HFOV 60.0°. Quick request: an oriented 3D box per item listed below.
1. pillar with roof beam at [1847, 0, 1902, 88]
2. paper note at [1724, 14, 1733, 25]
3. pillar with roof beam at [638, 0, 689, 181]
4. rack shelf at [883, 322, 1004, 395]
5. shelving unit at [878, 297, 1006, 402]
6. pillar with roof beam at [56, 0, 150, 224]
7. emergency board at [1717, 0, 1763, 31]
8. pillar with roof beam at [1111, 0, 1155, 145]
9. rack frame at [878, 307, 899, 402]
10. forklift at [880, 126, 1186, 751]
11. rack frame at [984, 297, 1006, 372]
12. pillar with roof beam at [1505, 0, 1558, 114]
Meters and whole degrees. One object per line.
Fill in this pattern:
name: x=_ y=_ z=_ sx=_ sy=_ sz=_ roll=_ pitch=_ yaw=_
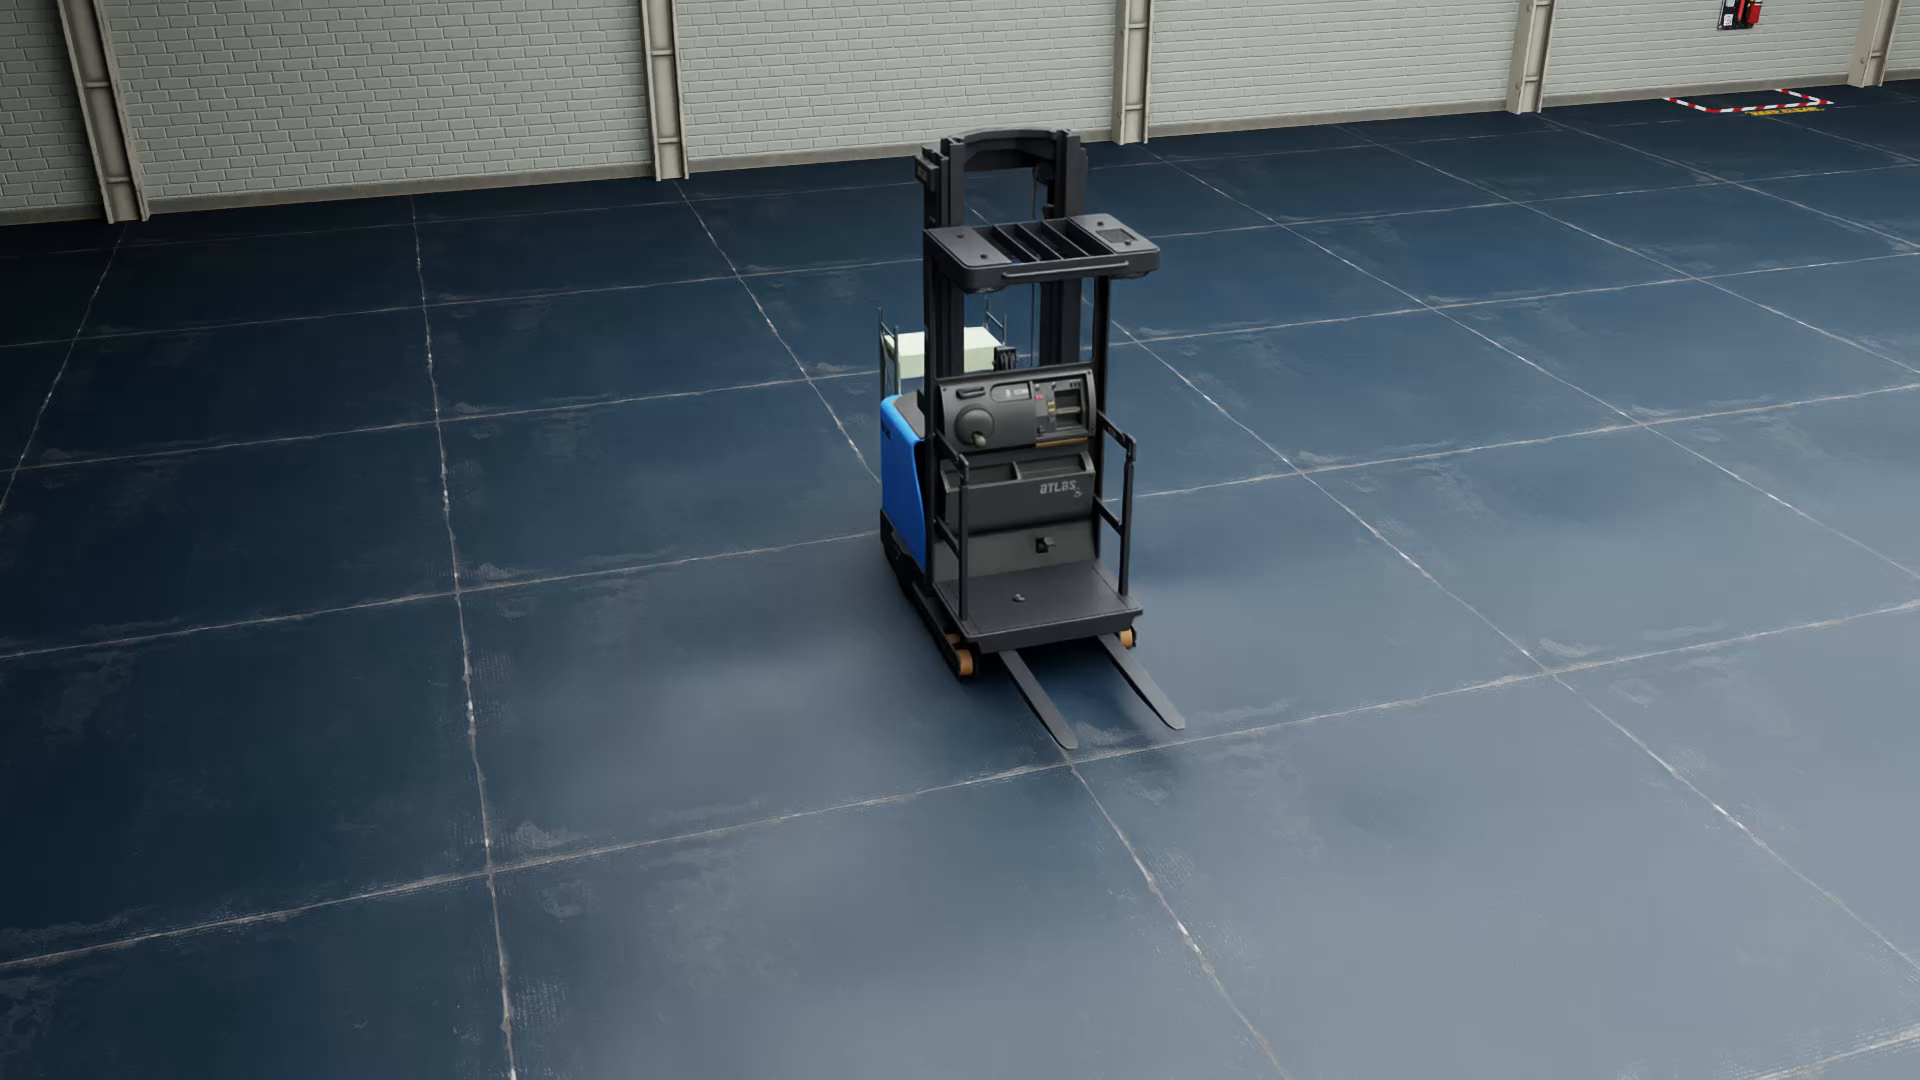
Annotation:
pillar with roof beam: x=14.955 y=-9.074 z=19.402 sx=0.400 sy=9.000 sz=9.100 roll=-8 pitch=28 yaw=-16
paper note: x=11.071 y=-7.493 z=23.955 sx=0.142 sy=0.148 sz=0.016 roll=-8 pitch=28 yaw=-16
pillar with roof beam: x=-2.160 y=-6.595 z=14.409 sx=0.400 sy=9.000 sz=9.100 roll=-8 pitch=28 yaw=-16
rack shelf: x=-0.118 y=-1.174 z=11.046 sx=0.720 sy=0.370 sz=0.431 roll=-8 pitch=28 yaw=-16
shelving unit: x=-0.118 y=-0.825 z=11.219 sx=0.755 sy=1.500 sz=0.431 roll=-8 pitch=28 yaw=-16
pillar with roof beam: x=-7.865 y=-5.769 z=12.745 sx=0.400 sy=9.000 sz=9.100 roll=-8 pitch=28 yaw=-16
emergency board: x=11.260 y=-7.883 z=23.749 sx=0.643 sy=1.169 sz=0.194 roll=-8 pitch=28 yaw=-16
pillar with roof beam: x=3.545 y=-7.421 z=16.073 sx=0.400 sy=9.000 sz=9.100 roll=-8 pitch=28 yaw=-16
rack frame: x=-0.466 y=-0.775 z=11.118 sx=0.023 sy=1.500 sz=0.400 roll=-8 pitch=28 yaw=-16
forklift: x=0.407 y=-0.718 z=9.395 sx=1.130 sy=2.935 sz=3.031 roll=-8 pitch=28 yaw=-16
rack frame: x=0.231 y=-0.875 z=11.320 sx=0.023 sy=1.500 sz=0.400 roll=-8 pitch=28 yaw=-16
pillar with roof beam: x=9.250 y=-8.248 z=17.738 sx=0.400 sy=9.000 sz=9.100 roll=-8 pitch=28 yaw=-16
